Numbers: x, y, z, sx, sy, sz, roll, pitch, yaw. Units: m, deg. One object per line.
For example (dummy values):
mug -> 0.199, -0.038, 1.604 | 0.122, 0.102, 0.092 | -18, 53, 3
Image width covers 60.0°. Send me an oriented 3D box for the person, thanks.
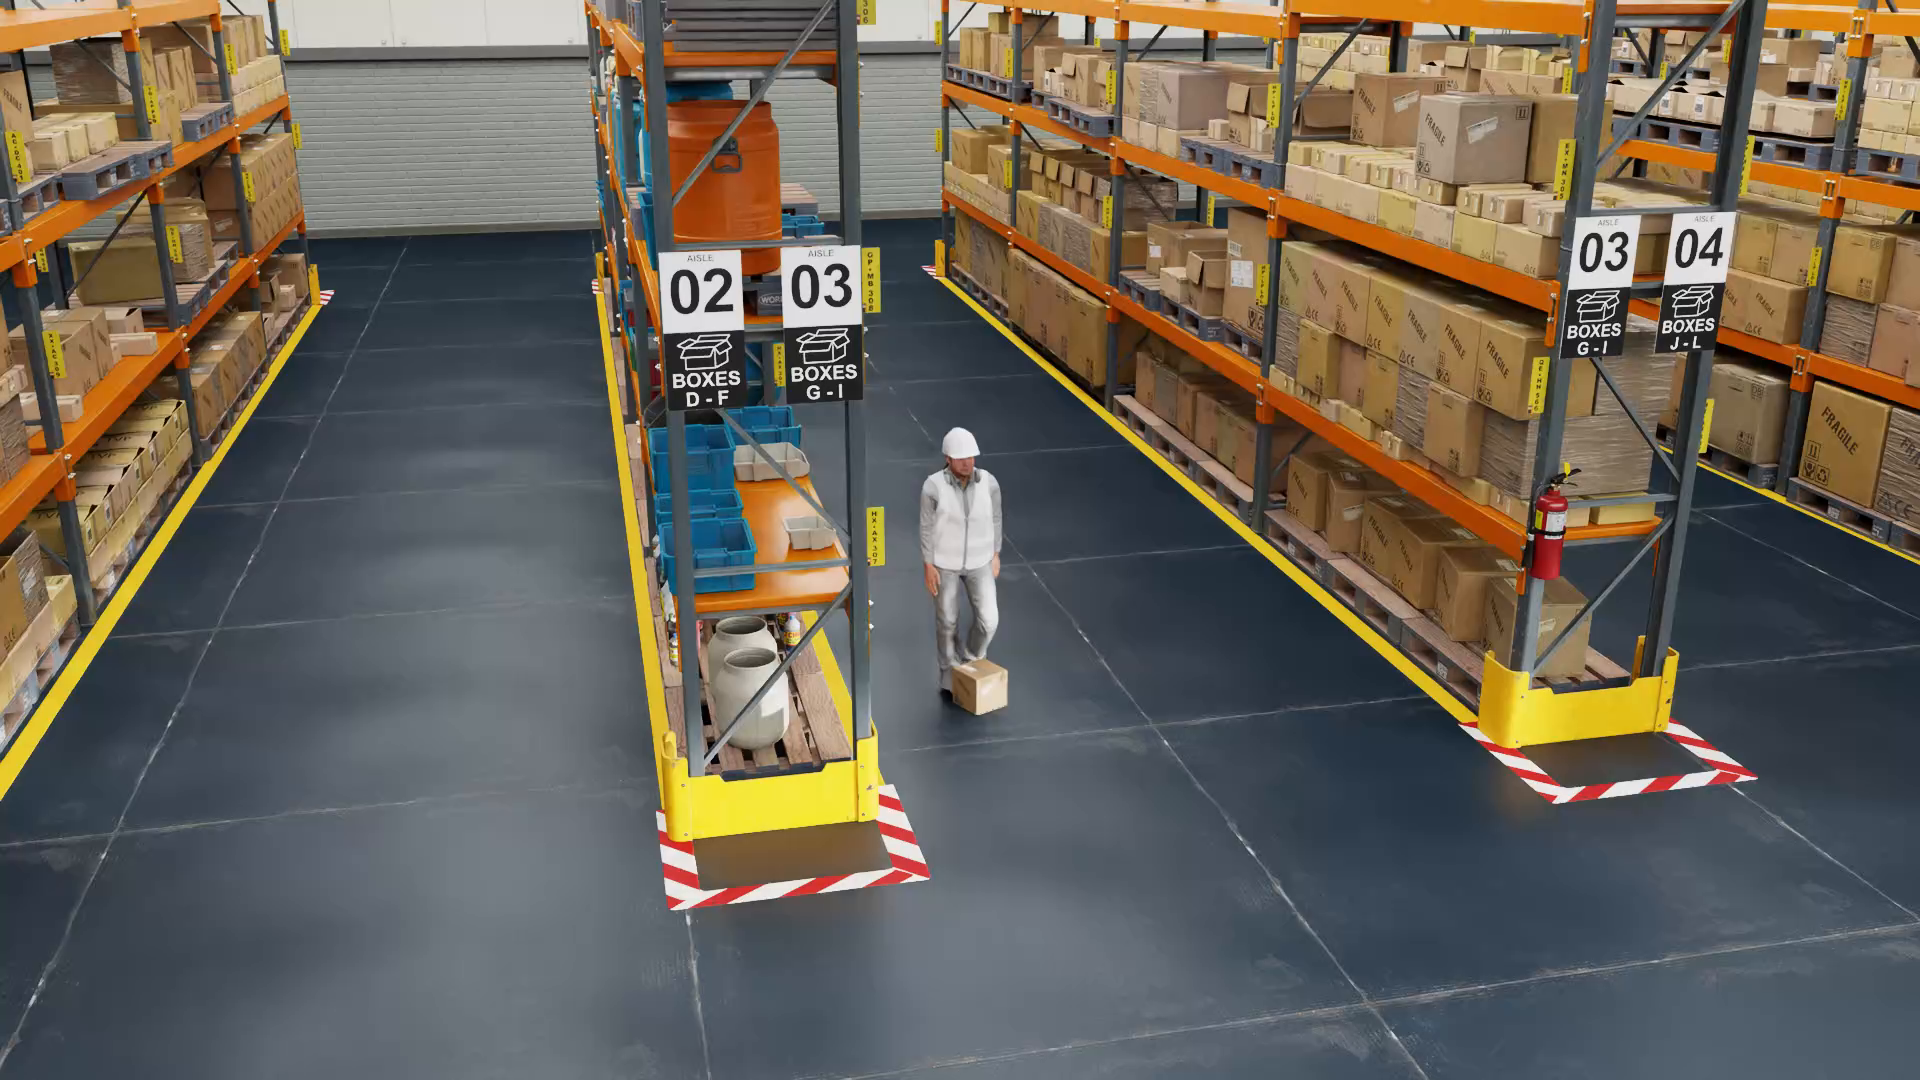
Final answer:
person -> 0.008, 0.154, 10.597 | 0.557, 1.811, 0.460 | -4, 20, -11
